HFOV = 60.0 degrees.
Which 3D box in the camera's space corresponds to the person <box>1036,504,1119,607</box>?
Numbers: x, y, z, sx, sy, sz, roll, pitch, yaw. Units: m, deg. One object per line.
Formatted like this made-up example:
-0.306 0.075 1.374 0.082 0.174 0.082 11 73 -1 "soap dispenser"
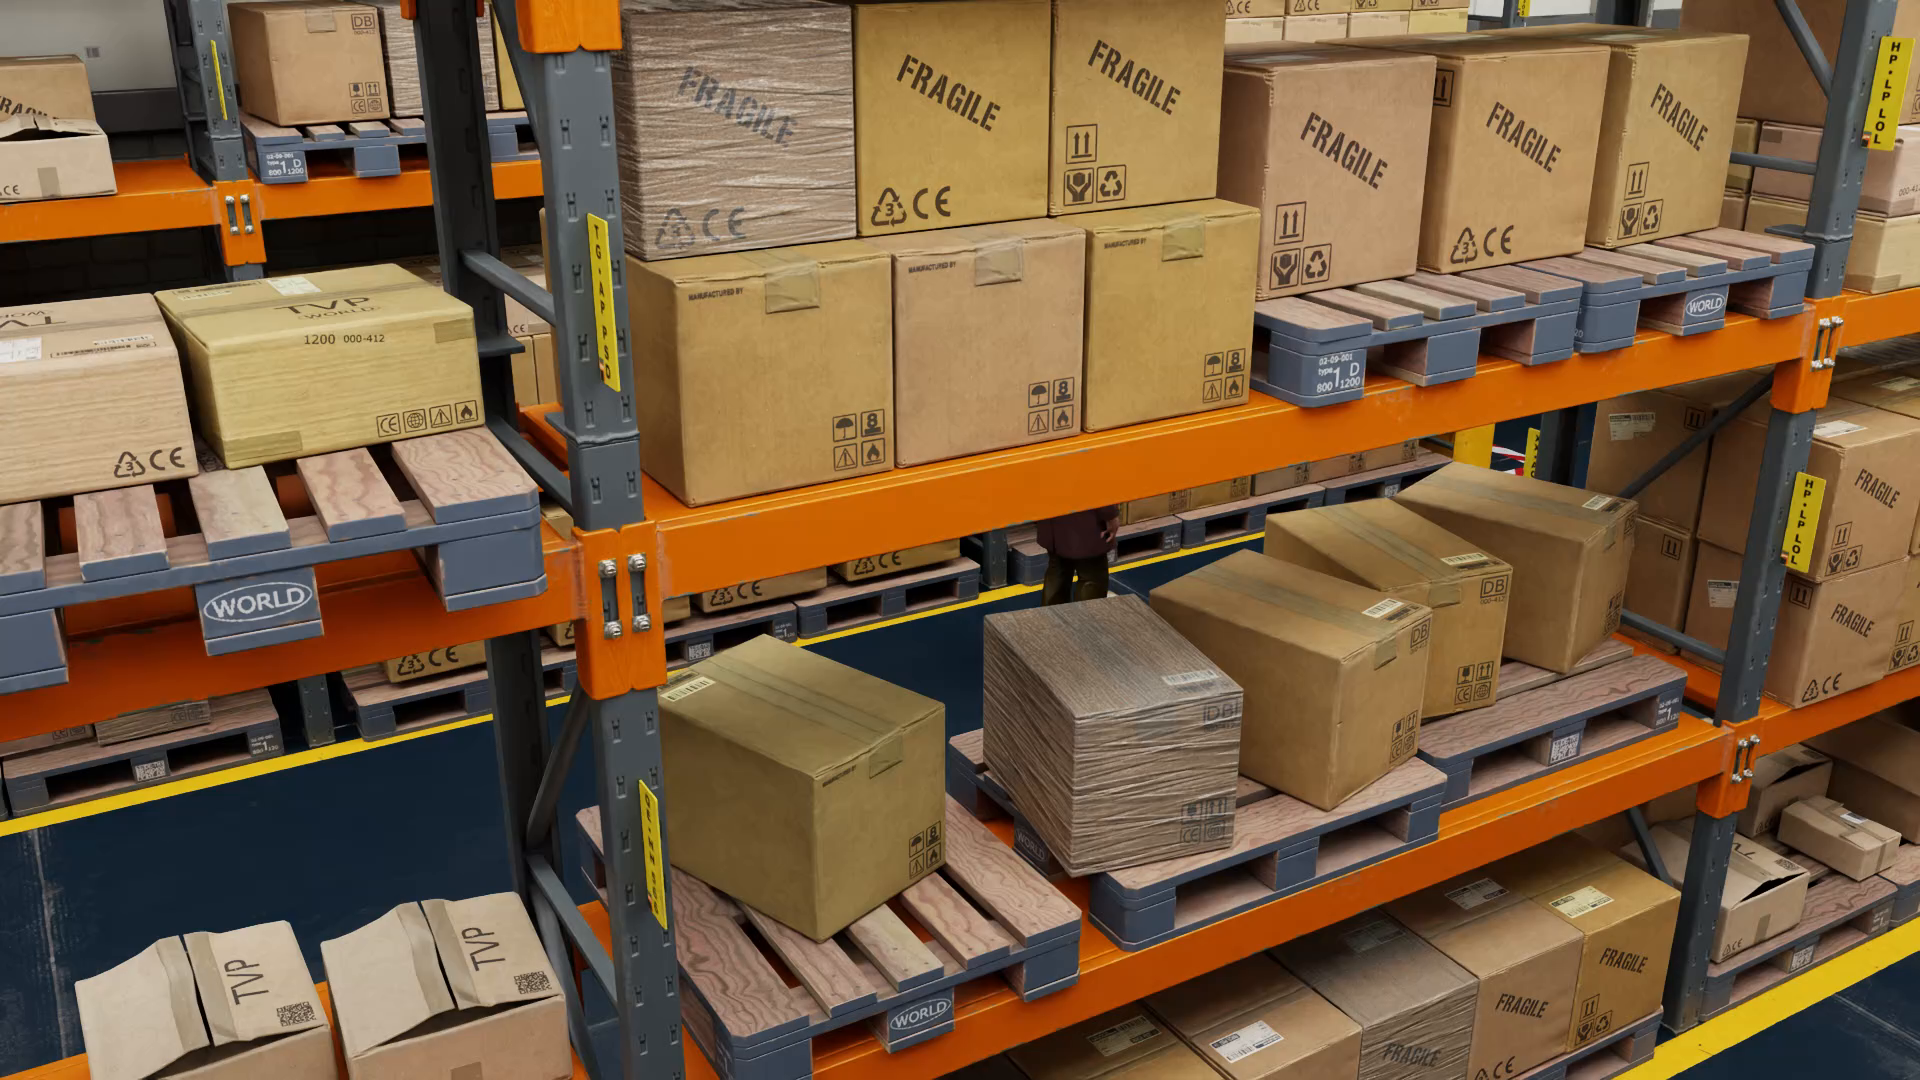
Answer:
0.621 -0.186 9.083 0.429 1.772 0.645 -17 27 -36 "person"
